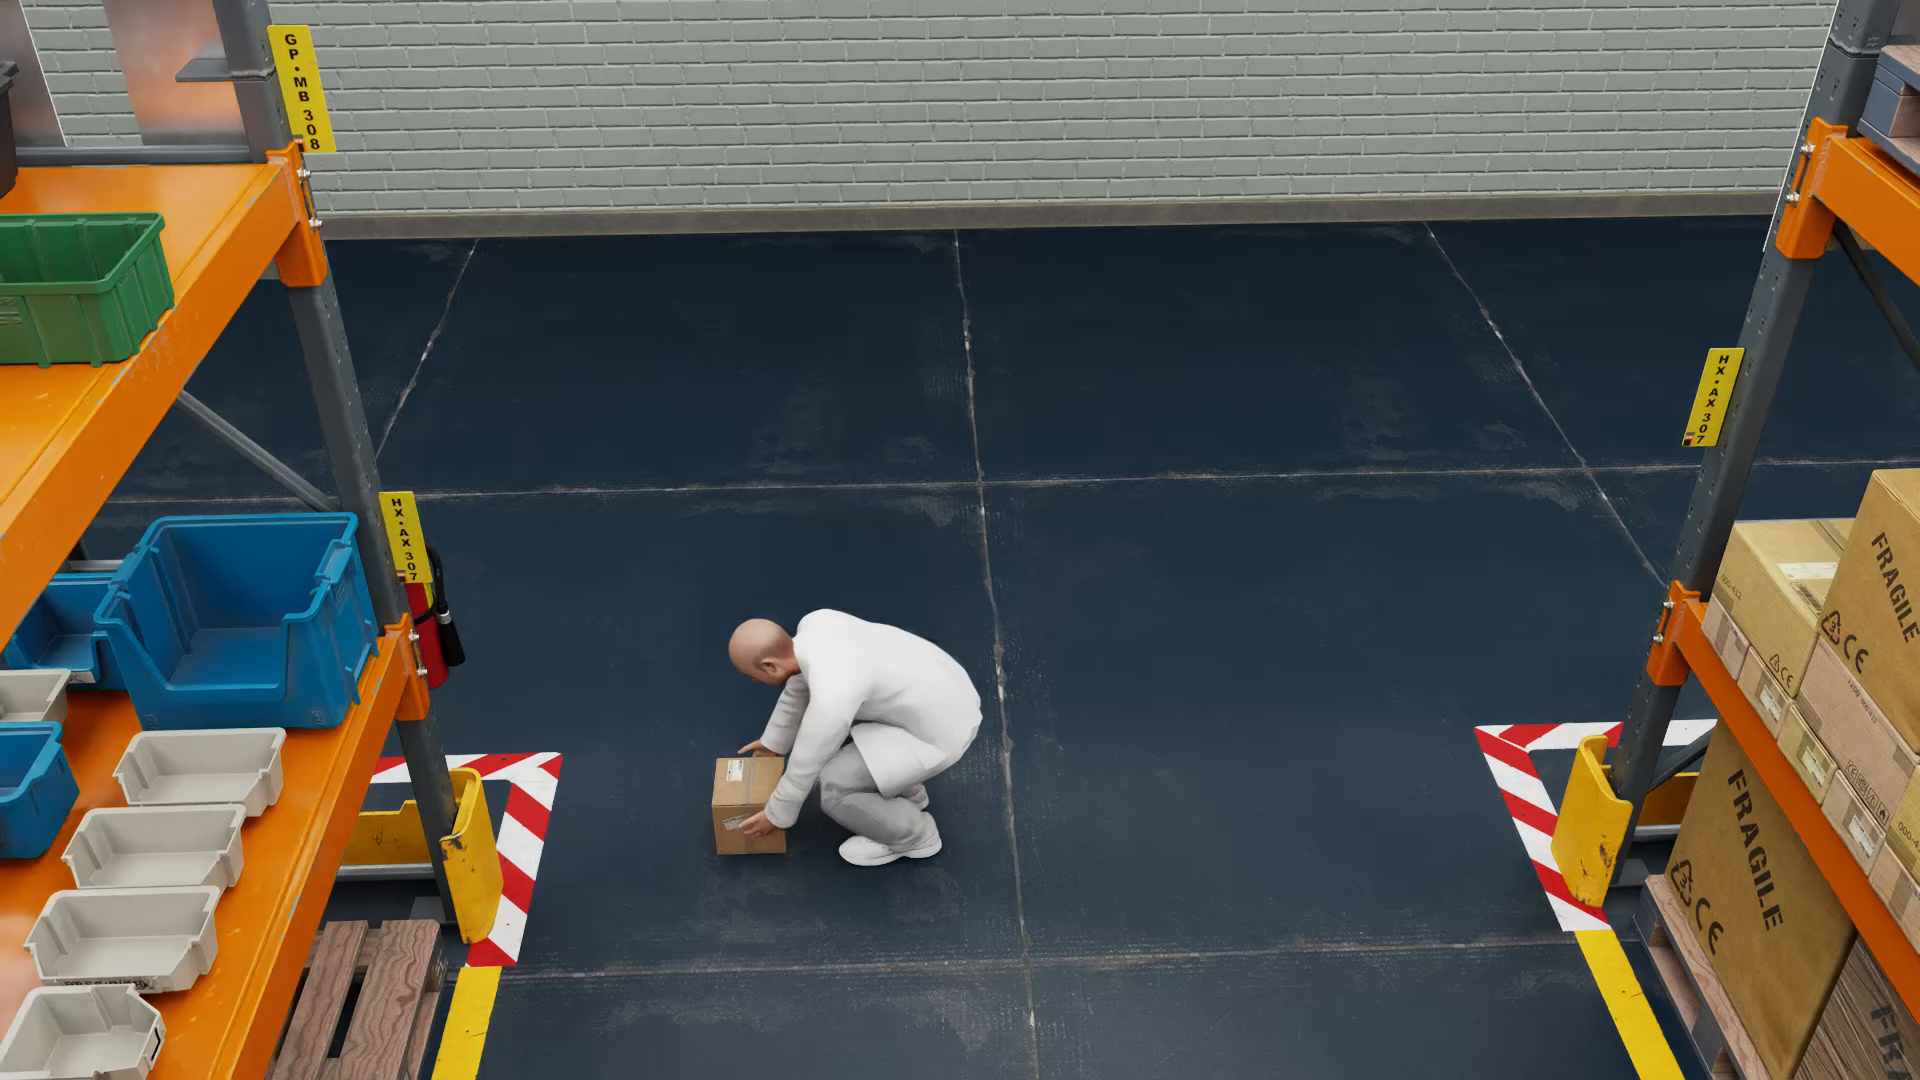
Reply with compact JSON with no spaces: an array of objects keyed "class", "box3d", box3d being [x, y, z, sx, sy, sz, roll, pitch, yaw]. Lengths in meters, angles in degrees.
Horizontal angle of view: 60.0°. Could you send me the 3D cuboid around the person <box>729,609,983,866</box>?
[{"class":"person","box3d":[-0.368,0.672,5.870,0.894,1.004,0.607,-2,35,-2]}]
